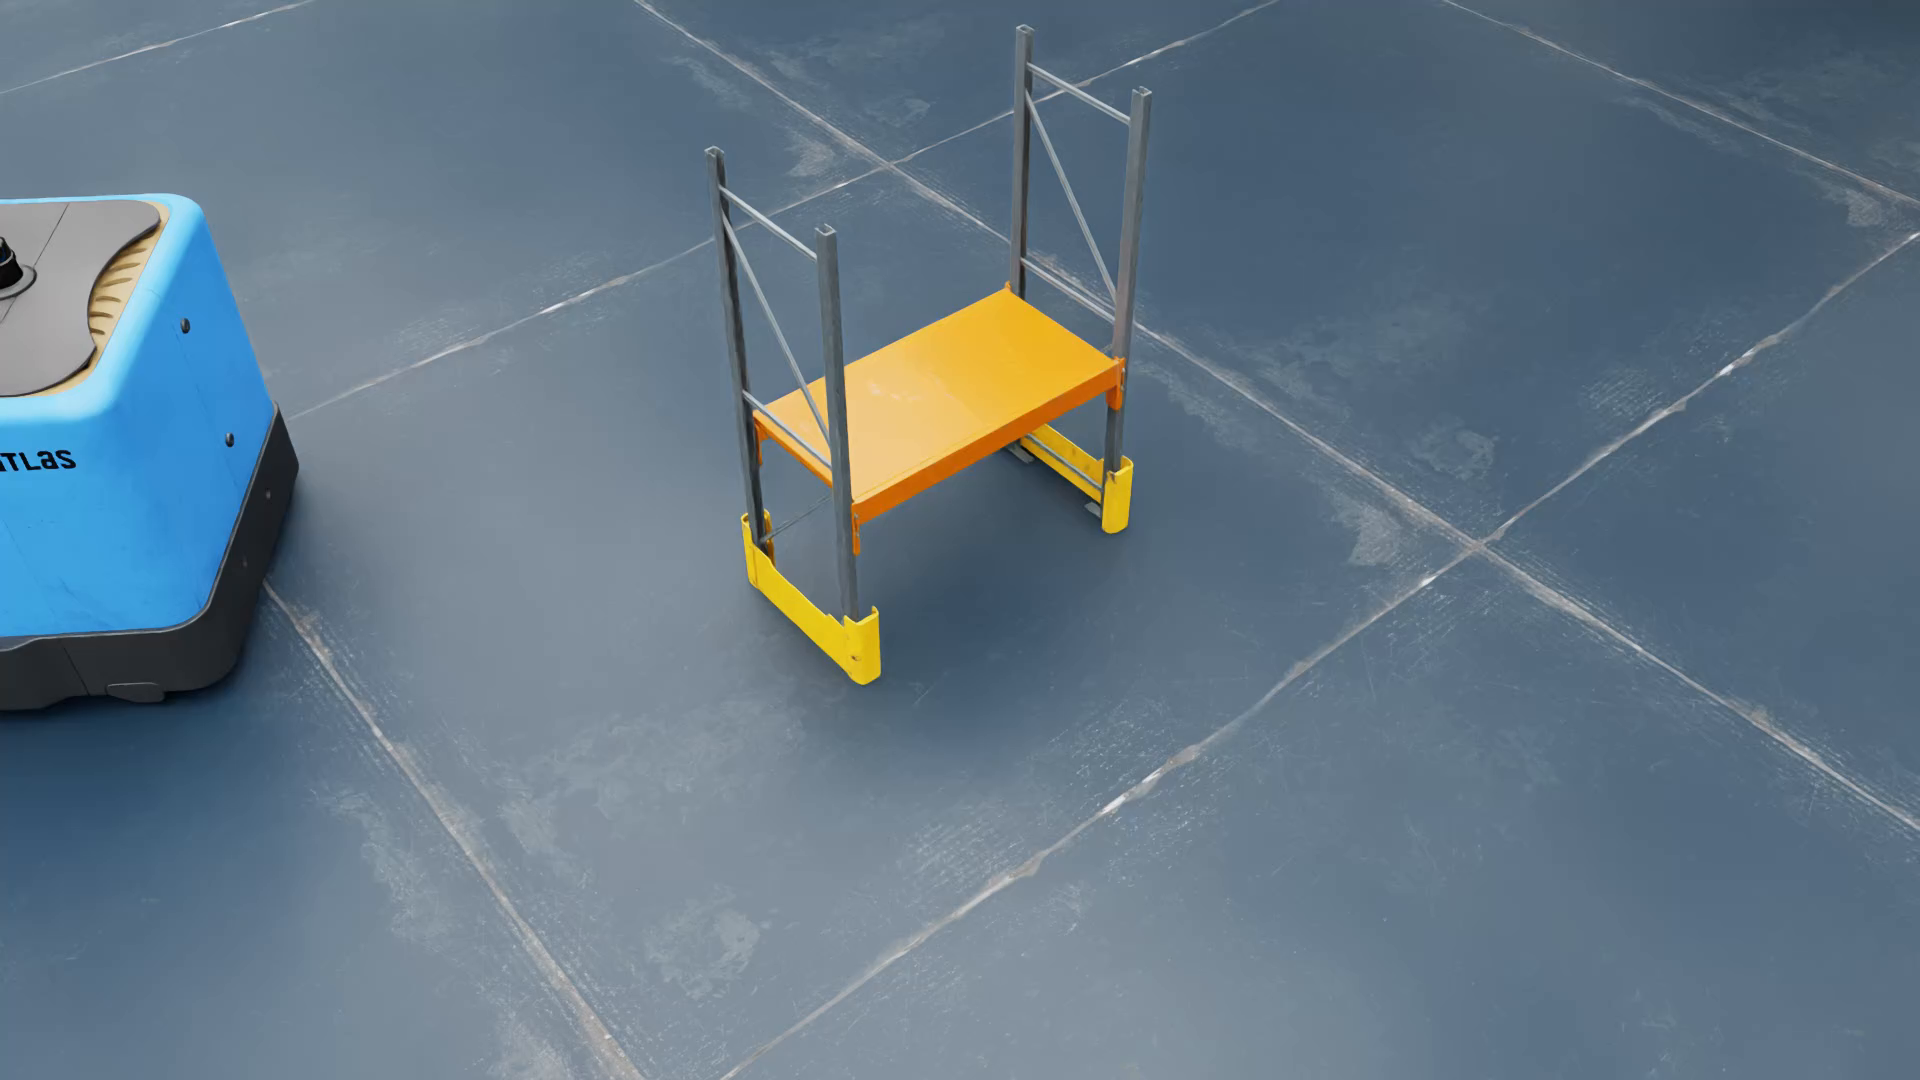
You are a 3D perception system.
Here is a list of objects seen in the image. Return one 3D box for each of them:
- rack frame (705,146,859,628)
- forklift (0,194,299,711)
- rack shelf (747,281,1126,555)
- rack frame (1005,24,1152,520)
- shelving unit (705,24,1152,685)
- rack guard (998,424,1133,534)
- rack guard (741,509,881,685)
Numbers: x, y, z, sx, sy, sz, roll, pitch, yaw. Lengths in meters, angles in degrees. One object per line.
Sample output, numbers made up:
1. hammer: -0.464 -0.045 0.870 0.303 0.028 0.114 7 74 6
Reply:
1. rack frame: -0.455 -0.286 4.459 0.032 1.500 0.500 -30 51 -28
2. forklift: -3.620 -0.875 4.041 3.031 2.935 1.130 -3 43 -3
3. rack shelf: -0.065 -0.378 4.820 1.000 0.185 0.538 -30 51 -28
4. rack frame: 0.324 -0.733 4.934 0.032 1.500 0.500 -30 51 -28
5. shelving unit: -0.058 -0.513 4.701 1.083 1.500 0.587 -30 51 -28
6. rack guard: 0.324 -0.276 5.362 0.087 0.250 0.587 -30 51 -28
7. rack guard: -0.440 0.161 4.896 0.087 0.250 0.587 -30 51 -28
